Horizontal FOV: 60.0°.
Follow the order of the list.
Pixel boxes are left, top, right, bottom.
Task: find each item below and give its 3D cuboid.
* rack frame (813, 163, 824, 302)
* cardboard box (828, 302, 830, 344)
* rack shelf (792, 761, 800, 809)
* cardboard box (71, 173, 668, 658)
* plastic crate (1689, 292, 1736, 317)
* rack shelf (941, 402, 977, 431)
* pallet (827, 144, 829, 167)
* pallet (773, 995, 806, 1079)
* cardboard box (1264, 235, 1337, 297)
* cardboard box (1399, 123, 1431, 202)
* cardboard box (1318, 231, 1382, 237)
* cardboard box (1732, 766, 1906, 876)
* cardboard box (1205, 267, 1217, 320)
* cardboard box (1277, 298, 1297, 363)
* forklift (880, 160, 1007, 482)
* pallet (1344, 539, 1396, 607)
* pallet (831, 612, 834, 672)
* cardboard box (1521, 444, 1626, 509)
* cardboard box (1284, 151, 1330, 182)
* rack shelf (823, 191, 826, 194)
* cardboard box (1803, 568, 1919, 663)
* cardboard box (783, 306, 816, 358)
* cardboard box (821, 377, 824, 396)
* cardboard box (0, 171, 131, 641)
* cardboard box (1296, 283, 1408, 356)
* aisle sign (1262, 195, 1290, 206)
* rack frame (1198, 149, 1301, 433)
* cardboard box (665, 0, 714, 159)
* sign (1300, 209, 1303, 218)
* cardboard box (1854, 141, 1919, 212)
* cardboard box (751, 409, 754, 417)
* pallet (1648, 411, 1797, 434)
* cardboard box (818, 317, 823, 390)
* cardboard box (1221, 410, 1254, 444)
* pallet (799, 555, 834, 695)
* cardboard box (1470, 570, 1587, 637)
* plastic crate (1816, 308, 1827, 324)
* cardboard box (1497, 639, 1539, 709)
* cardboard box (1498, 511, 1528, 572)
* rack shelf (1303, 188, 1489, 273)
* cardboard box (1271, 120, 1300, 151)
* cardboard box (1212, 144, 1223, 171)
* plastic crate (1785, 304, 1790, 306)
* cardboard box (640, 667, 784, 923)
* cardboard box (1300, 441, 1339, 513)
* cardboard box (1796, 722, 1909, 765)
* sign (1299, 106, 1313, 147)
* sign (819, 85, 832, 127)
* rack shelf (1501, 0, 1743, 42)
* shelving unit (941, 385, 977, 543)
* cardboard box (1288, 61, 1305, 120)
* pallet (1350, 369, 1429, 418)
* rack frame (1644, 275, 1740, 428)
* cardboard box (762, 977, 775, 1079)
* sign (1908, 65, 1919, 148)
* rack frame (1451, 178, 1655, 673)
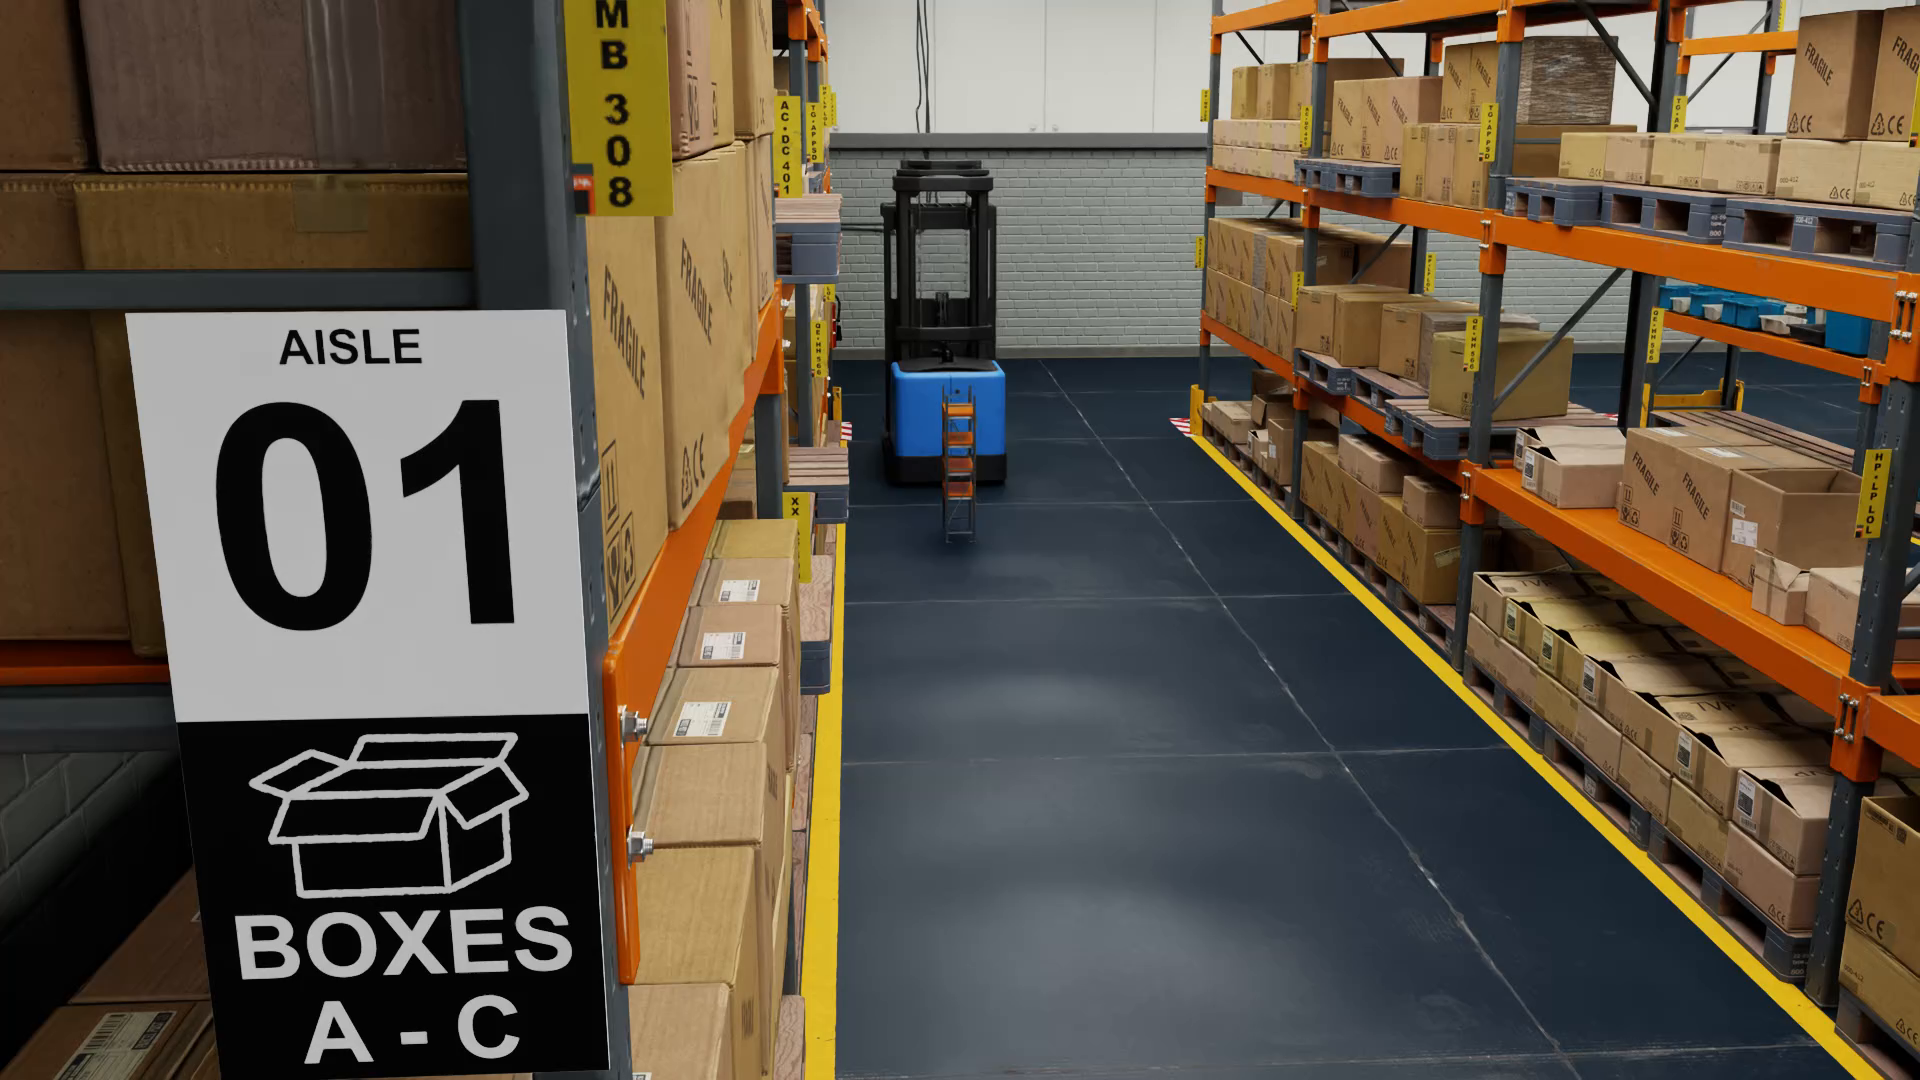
[{"bbox_3d":[-1.608,-1.566,13.595,1.000,3.000,0.127,-1,14,-3],"label":"rack frame"},{"bbox_3d":[-1.720,-2.209,15.491,0.980,0.700,0.700,-2,15,-6],"label":"cardboard box"},{"bbox_3d":[-0.989,1.269,4.018,1.077,0.370,4.000,-1,14,-3],"label":"rack shelf"},{"bbox_3d":[-0.636,-0.180,1.945,0.500,0.500,0.500,-1,14,-2],"label":"cardboard box"},{"bbox_3d":[7.760,-2.432,17.174,0.416,0.233,0.300,-1,14,-3],"label":"plastic crate"},{"bbox_3d":[-0.010,-1.003,13.439,0.258,0.148,0.480,-1,14,-3],"label":"rack shelf"},{"bbox_3d":[-1.800,-3.787,16.382,1.003,0.211,1.213,-1,14,-3],"label":"pallet"},{"bbox_3d":[-1.036,1.940,5.562,1.003,0.211,1.213,-1,14,-3],"label":"pallet"},{"bbox_3d":[3.012,-2.426,14.727,0.500,0.500,0.500,-1,14,-5],"label":"cardboard box"},{"bbox_3d":[3.459,-2.514,11.058,0.910,0.500,0.500,-1,14,-3],"label":"cardboard box"},{"bbox_3d":[3.524,-2.554,15.226,0.500,0.500,0.500,-1,14,-5],"label":"cardboard box"},{"bbox_3d":[3.520,1.106,6.757,0.500,0.311,0.500,-1,14,-3],"label":"cardboard box"},{"bbox_3d":[2.852,-2.573,17.305,0.500,0.500,0.500,-1,14,-2],"label":"cardboard box"},{"bbox_3d":[3.049,-1.813,14.351,0.500,0.500,0.500,-1,14,-3],"label":"cardboard box"},{"bbox_3d":[-0.215,-2.267,16.455,1.130,2.935,3.031,-1,14,-5],"label":"forklift"},{"bbox_3d":[3.503,0.213,12.277,1.003,0.211,1.213,-1,14,-3],"label":"pallet"},{"bbox_3d":[-1.334,0.582,10.842,1.003,0.211,1.213,-1,14,-3],"label":"pallet"},{"bbox_3d":[3.446,-0.380,9.164,0.500,0.311,0.500,-1,14,-4],"label":"cardboard box"},{"bbox_3d":[3.040,-3.141,13.994,0.500,0.250,0.500,-1,14,-3],"label":"cardboard box"},{"bbox_3d":[-1.484,-2.173,11.377,1.077,0.370,4.000,-1,14,-3],"label":"rack shelf"},{"bbox_3d":[3.757,0.297,6.655,0.500,0.250,0.500,0,14,0],"label":"cardboard box"},{"bbox_3d":[-1.133,-1.261,10.065,0.500,0.250,0.500,-1,14,-2],"label":"cardboard box"},{"bbox_3d":[-1.219,-1.182,12.566,0.380,0.149,0.250,-1,14,-3],"label":"cardboard box"},{"bbox_3d":[-1.143,-0.193,1.995,0.500,0.500,0.500,0,14,1],"label":"cardboard box"},{"bbox_3d":[3.142,-1.774,13.359,0.700,0.500,0.500,-6,16,-22],"label":"cardboard box"},{"bbox_3d":[3.389,-3.919,17.522,0.394,0.787,0.004,-1,14,-3],"label":"aisle sign"},{"bbox_3d":[3.088,-2.639,17.762,1.000,3.000,0.127,-1,14,-3],"label":"rack frame"},{"bbox_3d":[-0.627,-0.802,2.357,0.500,0.500,0.500,-1,14,-4],"label":"cardboard box"},{"bbox_3d":[3.643,-3.356,17.592,0.100,0.325,0.005,-1,14,-3],"label":"sign"},{"bbox_3d":[3.803,-1.391,6.351,0.500,0.250,0.500,1,14,2],"label":"cardboard box"},{"bbox_3d":[-1.222,-0.407,8.004,0.700,0.500,0.500,-1,14,-3],"label":"cardboard box"},{"bbox_3d":[8.044,-1.158,17.603,1.003,0.211,1.213,-1,14,-3],"label":"pallet"},{"bbox_3d":[-1.228,-1.282,11.650,0.500,0.500,0.500,0,14,-2],"label":"cardboard box"},{"bbox_3d":[2.900,-1.132,16.540,0.500,0.250,0.500,-1,14,-3],"label":"cardboard box"},{"bbox_3d":[-1.015,0.324,6.633,1.003,0.211,1.213,-1,14,-3],"label":"pallet"},{"bbox_3d":[3.323,0.342,9.726,0.500,0.311,0.500,0,14,-2],"label":"cardboard box"},{"bbox_3d":[8.369,-2.074,15.683,0.437,0.282,0.530,-1,14,-3],"label":"plastic crate"},{"bbox_3d":[3.355,0.739,9.310,0.500,0.250,0.500,-1,14,-5],"label":"cardboard box"},{"bbox_3d":[3.803,0.101,11.248,0.500,0.500,0.500,-1,14,-5],"label":"cardboard box"},{"bbox_3d":[3.460,-2.251,11.678,1.077,0.370,4.000,-1,14,-3],"label":"rack shelf"},{"bbox_3d":[3.007,-3.507,14.415,0.500,0.250,0.500,-1,14,-3],"label":"cardboard box"},{"bbox_3d":[2.866,-3.887,16.895,0.500,0.250,0.500,-1,14,-3],"label":"cardboard box"},{"bbox_3d":[8.267,-2.343,17.022,0.396,0.136,0.243,-1,14,-3],"label":"plastic crate"},{"bbox_3d":[-0.685,0.615,3.874,0.500,0.500,0.500,0,14,-2],"label":"cardboard box"},{"bbox_3d":[3.123,-0.522,13.670,0.500,0.500,0.500,-2,15,-6],"label":"cardboard box"},{"bbox_3d":[4.029,0.971,7.282,0.500,0.311,0.500,-1,14,-4],"label":"cardboard box"},{"bbox_3d":[2.795,-3.337,13.417,0.100,0.325,0.005,-1,14,-3],"label":"sign"},{"bbox_3d":[-1.067,-3.433,13.159,0.100,0.325,0.005,-1,14,-3],"label":"sign"},{"bbox_3d":[3.708,-2.515,7.488,1.077,0.370,4.000,-1,14,-3],"label":"rack shelf"},{"bbox_3d":[-0.010,-0.622,13.537,0.258,1.200,0.503,-1,14,-3],"label":"shelving unit"},{"bbox_3d":[3.341,-4.000,14.827,0.700,0.500,0.500,-1,14,-3],"label":"cardboard box"},{"bbox_3d":[3.458,-1.040,11.932,1.003,0.211,1.213,-1,14,-3],"label":"pallet"},{"bbox_3d":[8.032,-2.714,18.055,1.000,3.000,0.127,-1,14,-3],"label":"rack frame"},{"bbox_3d":[-0.650,1.099,3.496,0.500,0.250,0.500,-1,14,-4],"label":"cardboard box"},{"bbox_3d":[3.290,-1.499,5.643,0.100,0.325,0.005,-1,14,-3],"label":"sign"},{"bbox_3d":[3.584,-0.649,10.029,1.000,3.000,0.127,-1,14,-3],"label":"rack frame"}]
